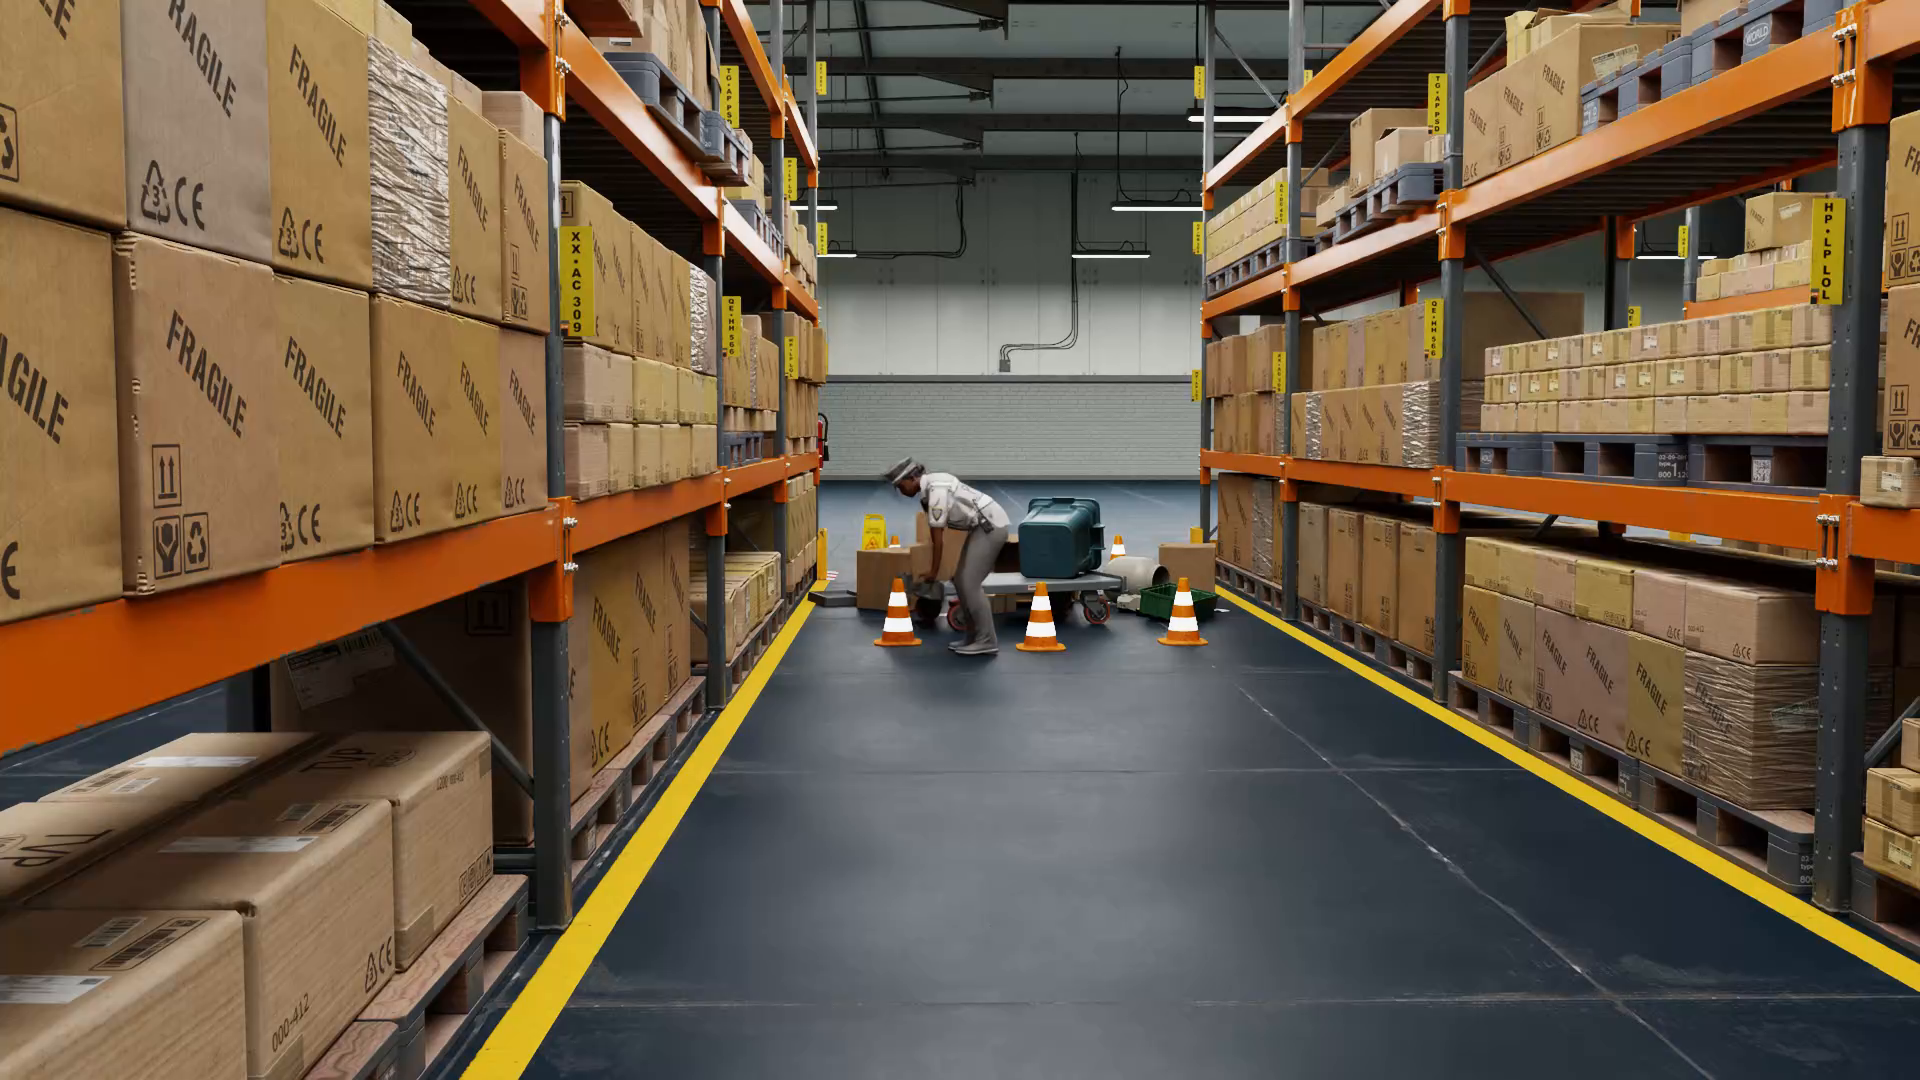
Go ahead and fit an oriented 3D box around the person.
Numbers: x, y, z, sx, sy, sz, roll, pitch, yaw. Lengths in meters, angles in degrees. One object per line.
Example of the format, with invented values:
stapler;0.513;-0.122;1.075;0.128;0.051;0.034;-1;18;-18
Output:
person;-0.089;0.102;11.363;0.873;1.350;0.411;0;4;-3
